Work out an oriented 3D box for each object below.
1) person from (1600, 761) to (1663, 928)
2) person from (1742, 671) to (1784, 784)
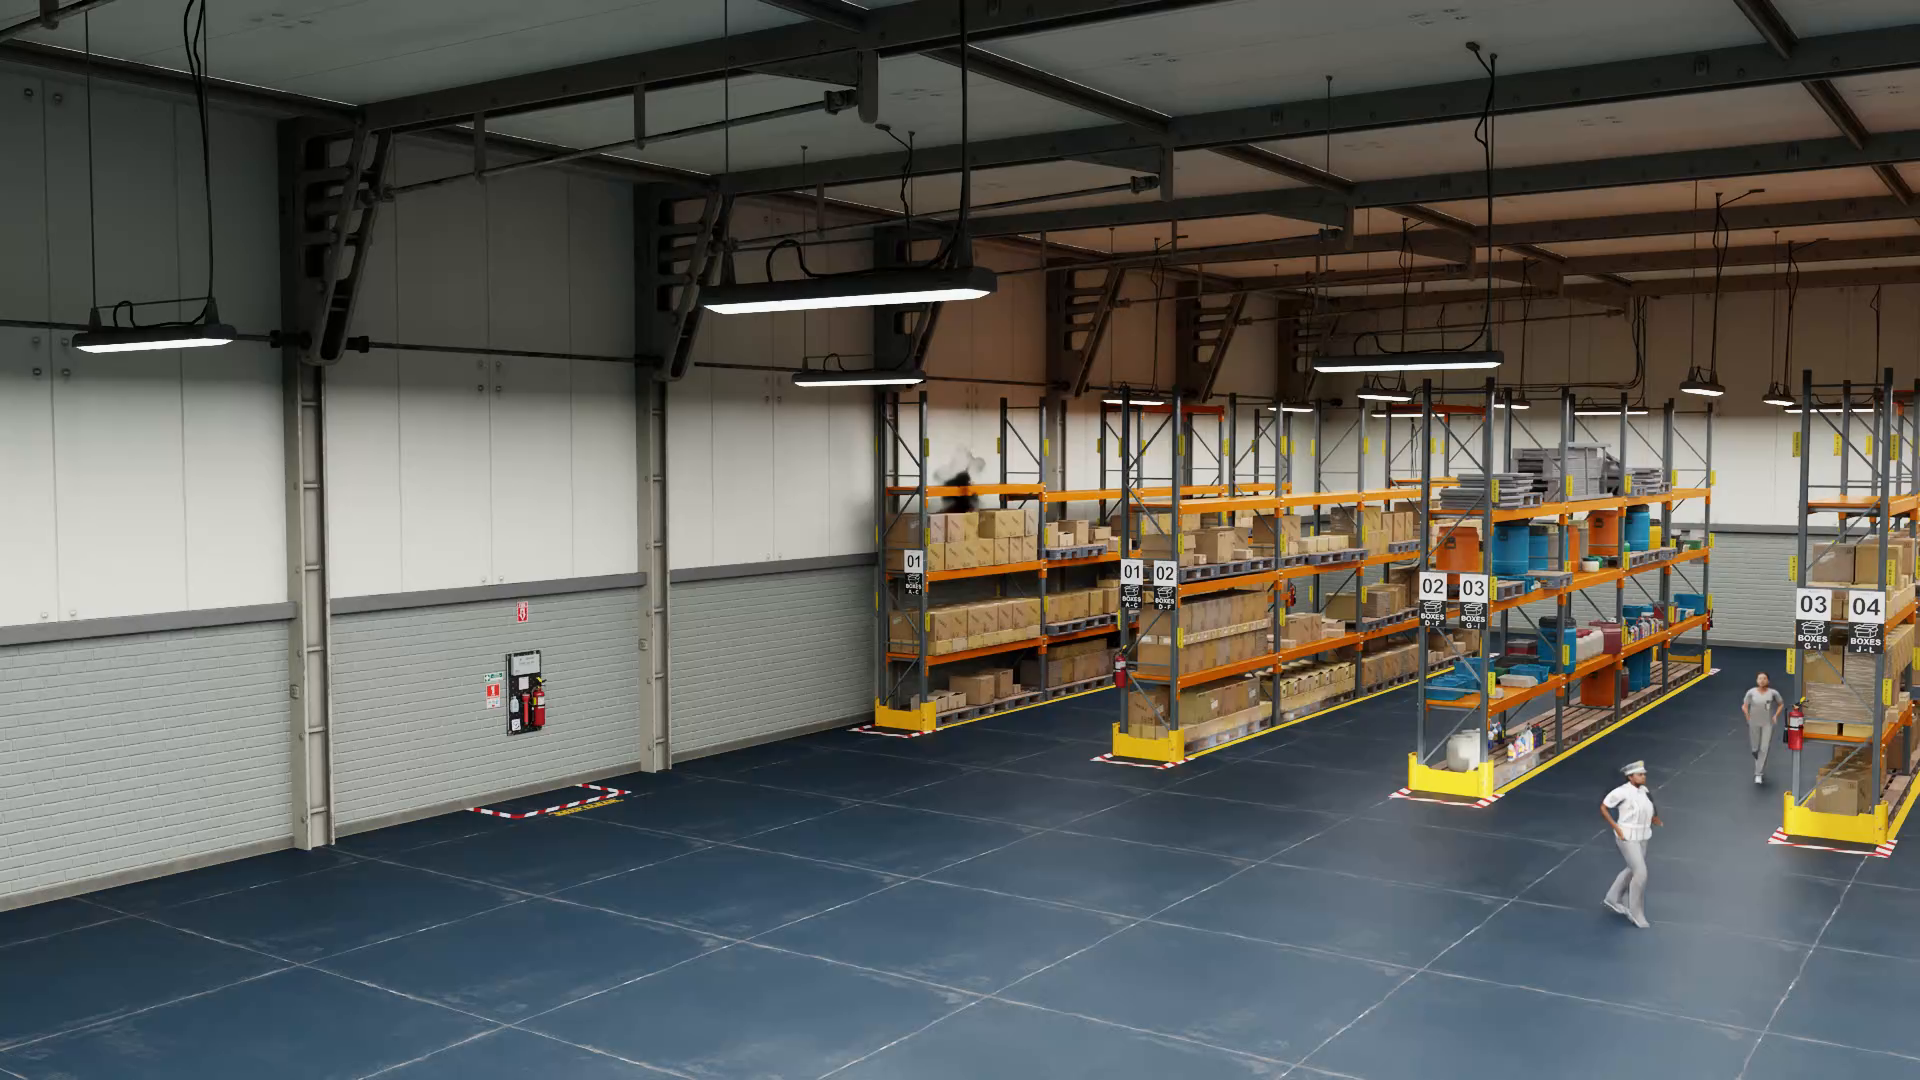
[{"bbox_3d":[7.101,3.196,17.575,0.564,1.768,0.677,-2,4,-33],"label":"person"},{"bbox_3d":[12.106,2.801,25.088,0.565,1.650,0.791,2,4,29],"label":"person"}]
